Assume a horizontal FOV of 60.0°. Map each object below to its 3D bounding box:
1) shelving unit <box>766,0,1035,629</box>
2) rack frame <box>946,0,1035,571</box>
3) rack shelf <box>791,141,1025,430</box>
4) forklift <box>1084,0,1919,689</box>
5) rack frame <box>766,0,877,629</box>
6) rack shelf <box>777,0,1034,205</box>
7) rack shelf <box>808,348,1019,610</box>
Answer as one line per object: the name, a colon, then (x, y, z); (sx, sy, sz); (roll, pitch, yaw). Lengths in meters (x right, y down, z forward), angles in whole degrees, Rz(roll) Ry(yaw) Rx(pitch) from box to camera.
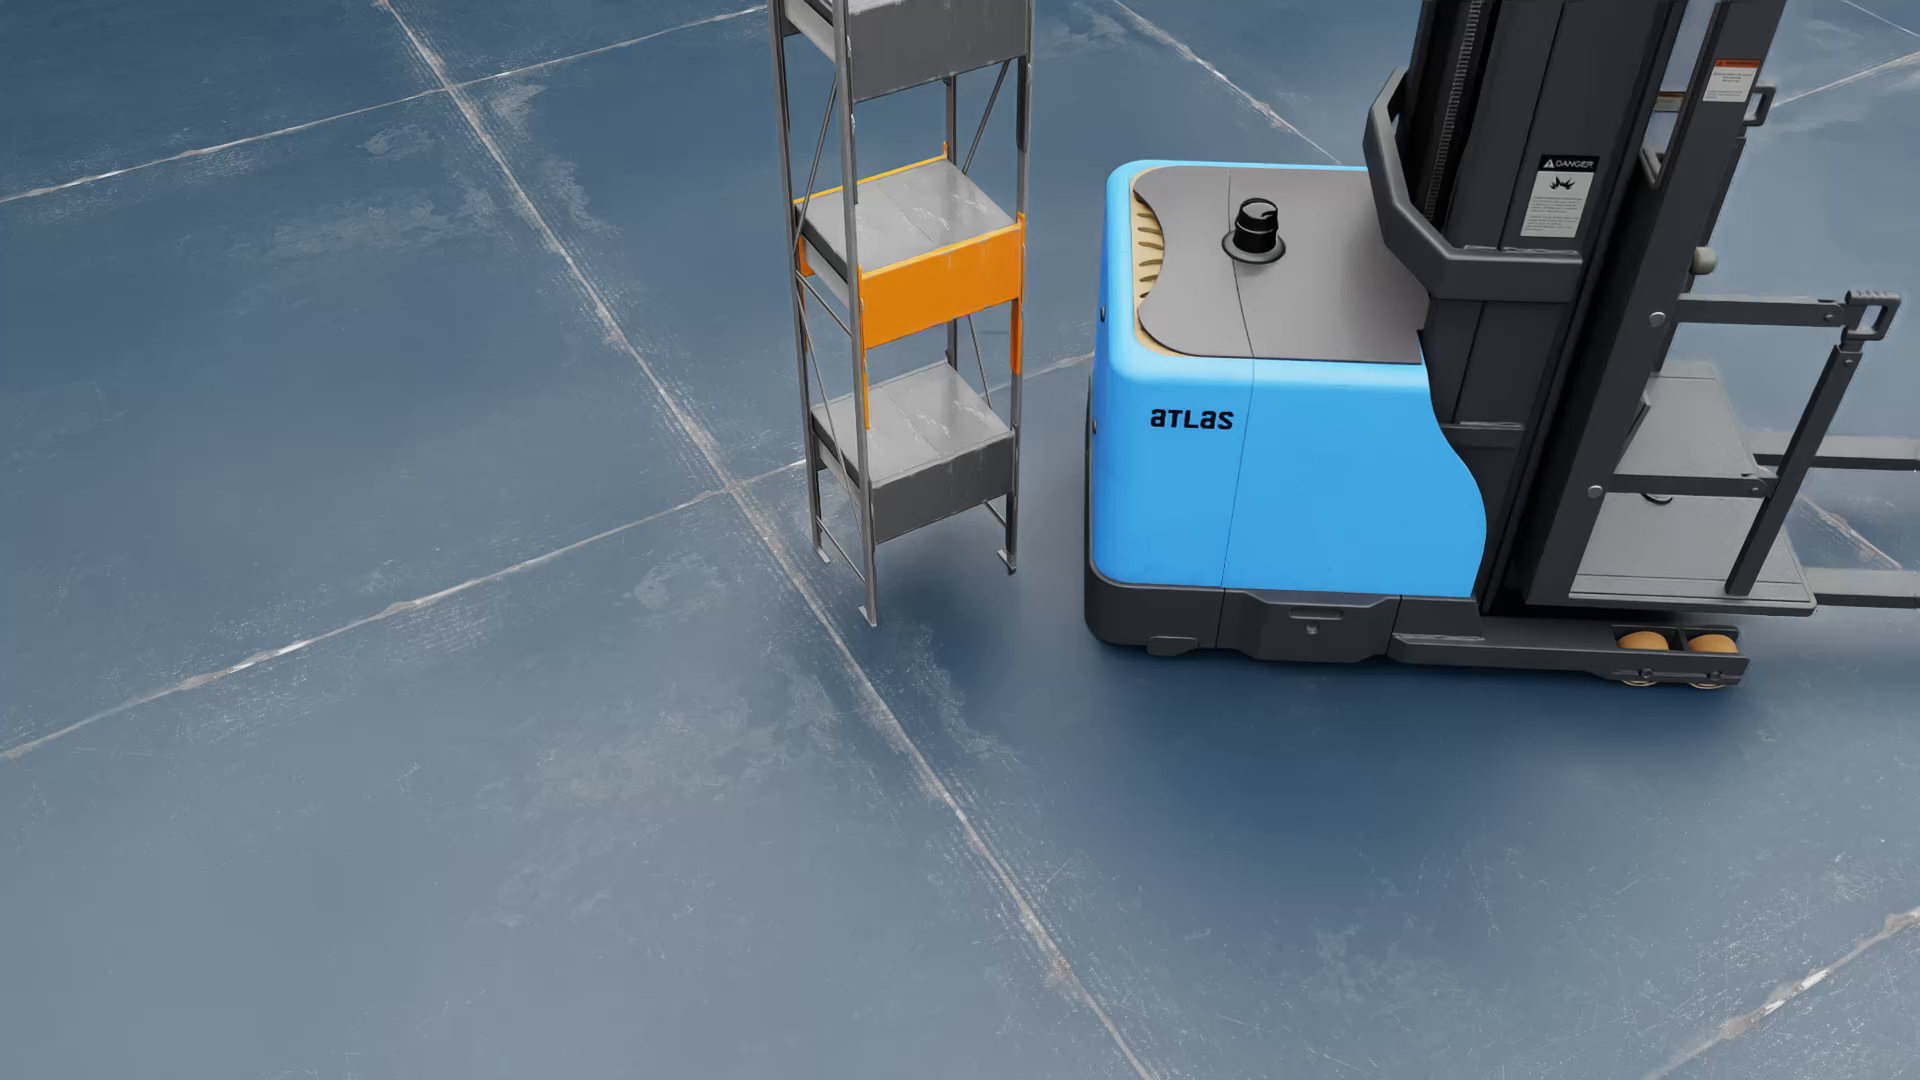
shelving unit: (-0.144, -0.696, 4.460); (0.503, 2.100, 0.431); (-22, 48, -21)
rack frame: (0.068, -0.781, 4.547); (0.015, 2.100, 0.400); (-22, 48, -21)
rack shelf: (-0.144, -0.686, 4.469); (0.480, 0.518, 0.431); (-22, 48, -21)
forklift: (1.905, -1.005, 4.181); (3.031, 2.935, 1.130); (2, 44, 2)
rack frame: (-0.355, -0.611, 4.372); (0.015, 2.100, 0.400); (-22, 48, -21)
rack shelf: (-0.144, -1.189, 3.982); (0.480, 0.518, 0.431); (-22, 48, -21)
rack shelf: (-0.144, -0.184, 4.957); (0.480, 0.518, 0.431); (-22, 48, -21)
